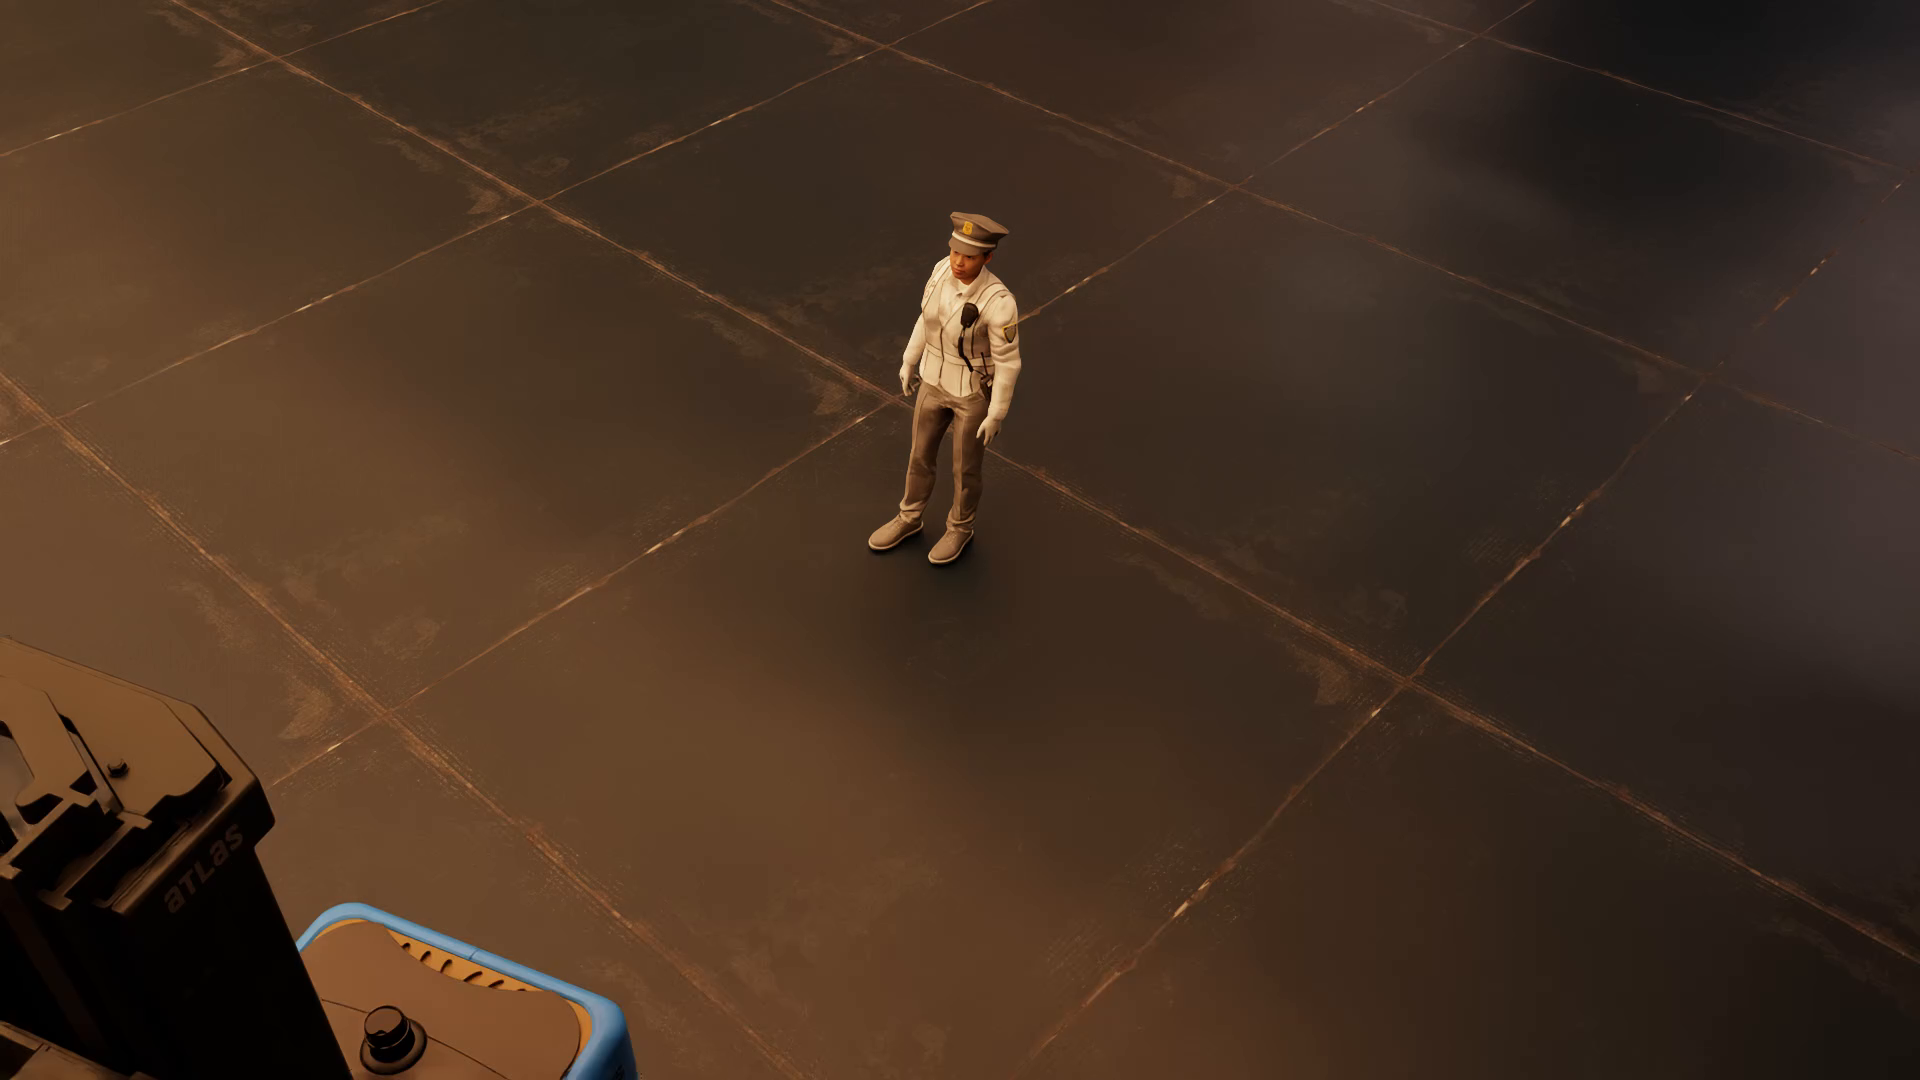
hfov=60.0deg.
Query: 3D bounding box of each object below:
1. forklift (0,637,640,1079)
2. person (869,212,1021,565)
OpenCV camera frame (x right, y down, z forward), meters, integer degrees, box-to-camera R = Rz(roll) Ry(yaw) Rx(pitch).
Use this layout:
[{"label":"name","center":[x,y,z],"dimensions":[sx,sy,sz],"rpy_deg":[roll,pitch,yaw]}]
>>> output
[{"label":"forklift","center":[-1.937,1.741,3.398],"dimensions":[1.130,2.935,3.031],"rpy_deg":[15,43,17]},{"label":"person","center":[-0.052,-0.619,7.088],"dimensions":[0.586,1.694,0.530],"rpy_deg":[31,49,31]}]
